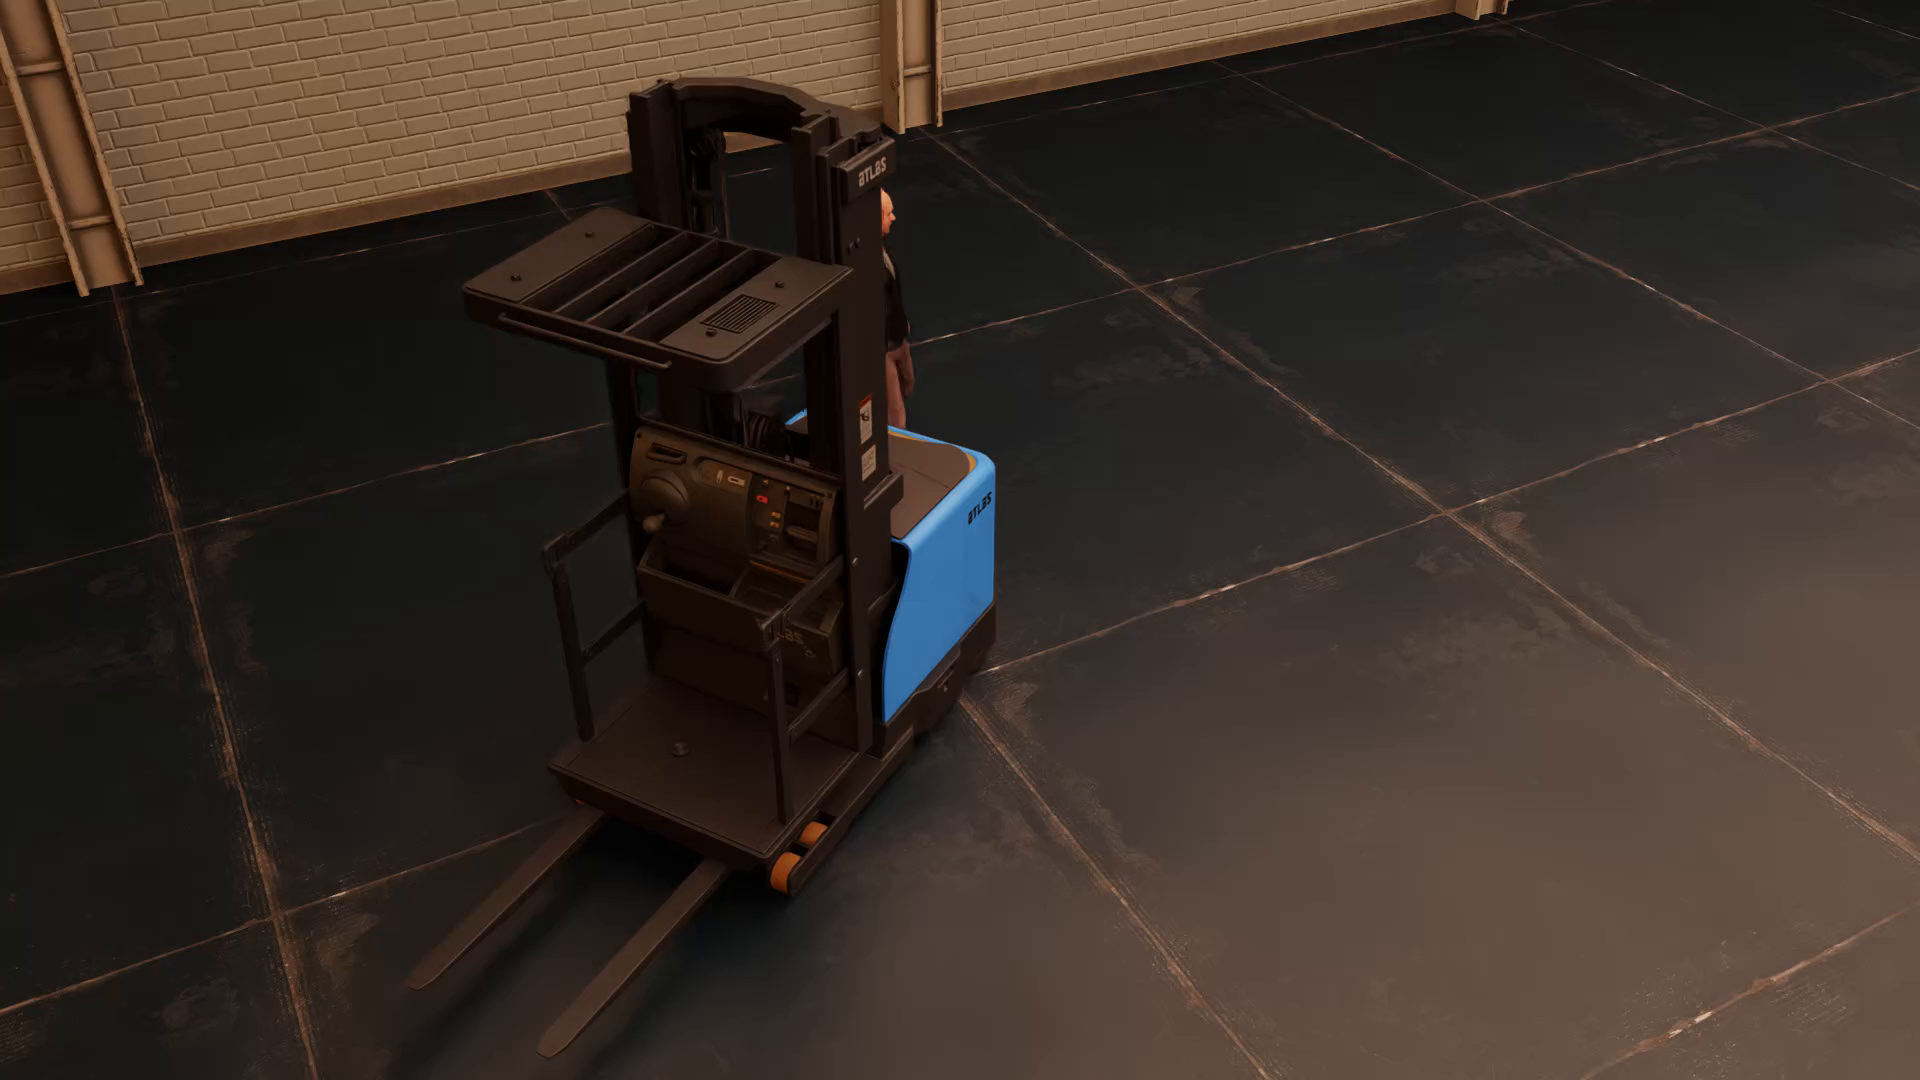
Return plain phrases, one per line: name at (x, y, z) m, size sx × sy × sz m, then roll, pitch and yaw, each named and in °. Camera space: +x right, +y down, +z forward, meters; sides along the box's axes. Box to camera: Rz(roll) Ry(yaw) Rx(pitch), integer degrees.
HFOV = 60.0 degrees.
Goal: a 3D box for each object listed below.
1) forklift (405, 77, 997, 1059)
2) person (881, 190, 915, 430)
forklift at (-0.982, -0.082, 6.238) m, size 1.130 × 2.935 × 3.031 m, roll 18°, pitch 39°, yaw 23°
person at (-0.476, -1.030, 8.715) m, size 0.488 × 1.637 × 0.882 m, roll 8°, pitch 36°, yaw 11°
